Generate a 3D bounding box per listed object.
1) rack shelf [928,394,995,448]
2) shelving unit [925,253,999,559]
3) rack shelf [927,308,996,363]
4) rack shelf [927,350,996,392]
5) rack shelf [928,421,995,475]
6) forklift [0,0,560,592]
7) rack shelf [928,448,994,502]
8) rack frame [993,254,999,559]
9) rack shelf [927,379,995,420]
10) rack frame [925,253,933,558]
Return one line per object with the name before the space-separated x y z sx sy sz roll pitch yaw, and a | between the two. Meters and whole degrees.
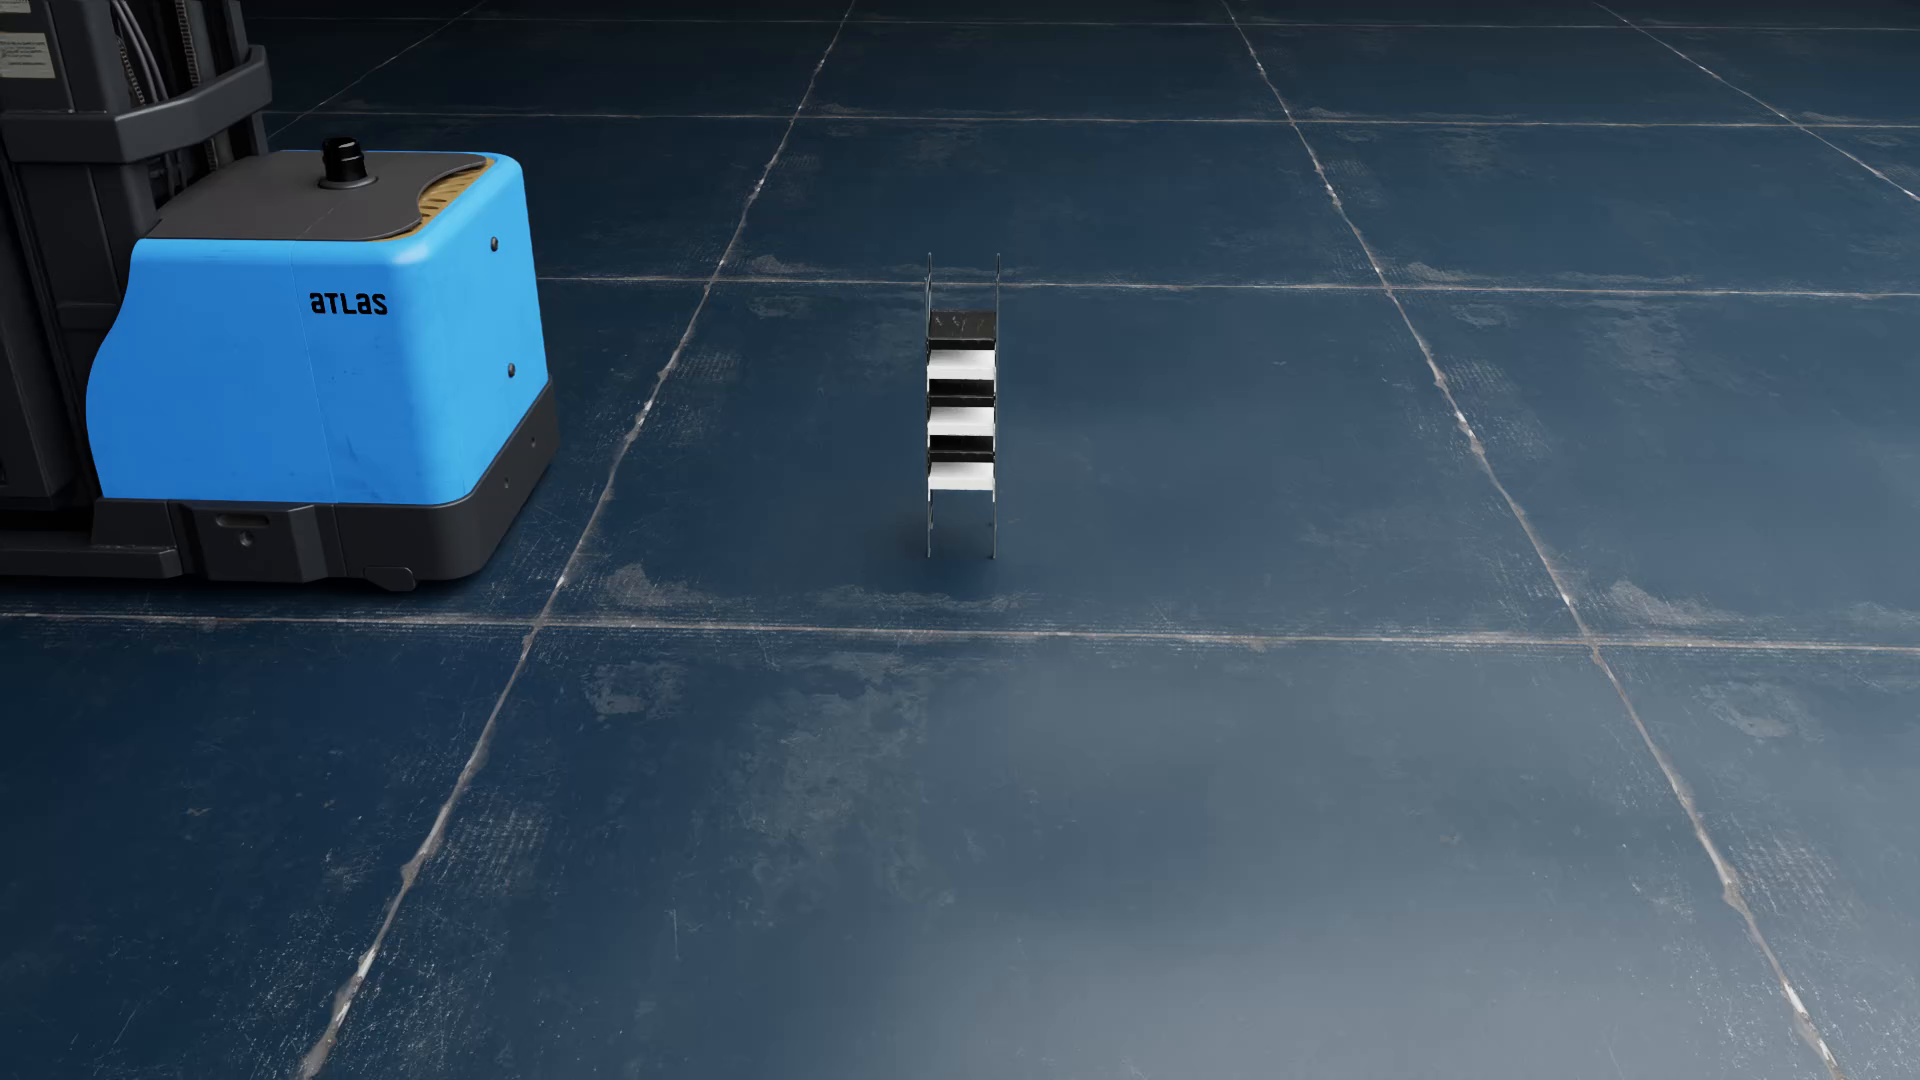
rack shelf | 0.008 -0.368 5.055 0.200 0.077 0.258 1 28 2
shelving unit | 0.008 -0.397 5.039 0.210 0.900 0.258 1 28 2
rack shelf | 0.008 -0.607 4.928 0.200 0.077 0.258 1 28 2
rack shelf | 0.008 -0.527 4.970 0.200 0.077 0.258 1 28 2
rack shelf | 0.008 -0.288 5.097 0.200 0.077 0.258 1 28 2
forklift | -2.907 -1.391 4.745 3.031 2.935 1.130 1 28 3
rack shelf | 0.008 -0.209 5.139 0.200 0.077 0.258 1 28 2
rack frame | 0.110 -0.396 5.036 0.006 0.900 0.240 1 28 2
rack shelf | 0.008 -0.448 5.012 0.200 0.077 0.258 1 28 2
rack frame | -0.093 -0.399 5.042 0.006 0.900 0.240 1 28 2
